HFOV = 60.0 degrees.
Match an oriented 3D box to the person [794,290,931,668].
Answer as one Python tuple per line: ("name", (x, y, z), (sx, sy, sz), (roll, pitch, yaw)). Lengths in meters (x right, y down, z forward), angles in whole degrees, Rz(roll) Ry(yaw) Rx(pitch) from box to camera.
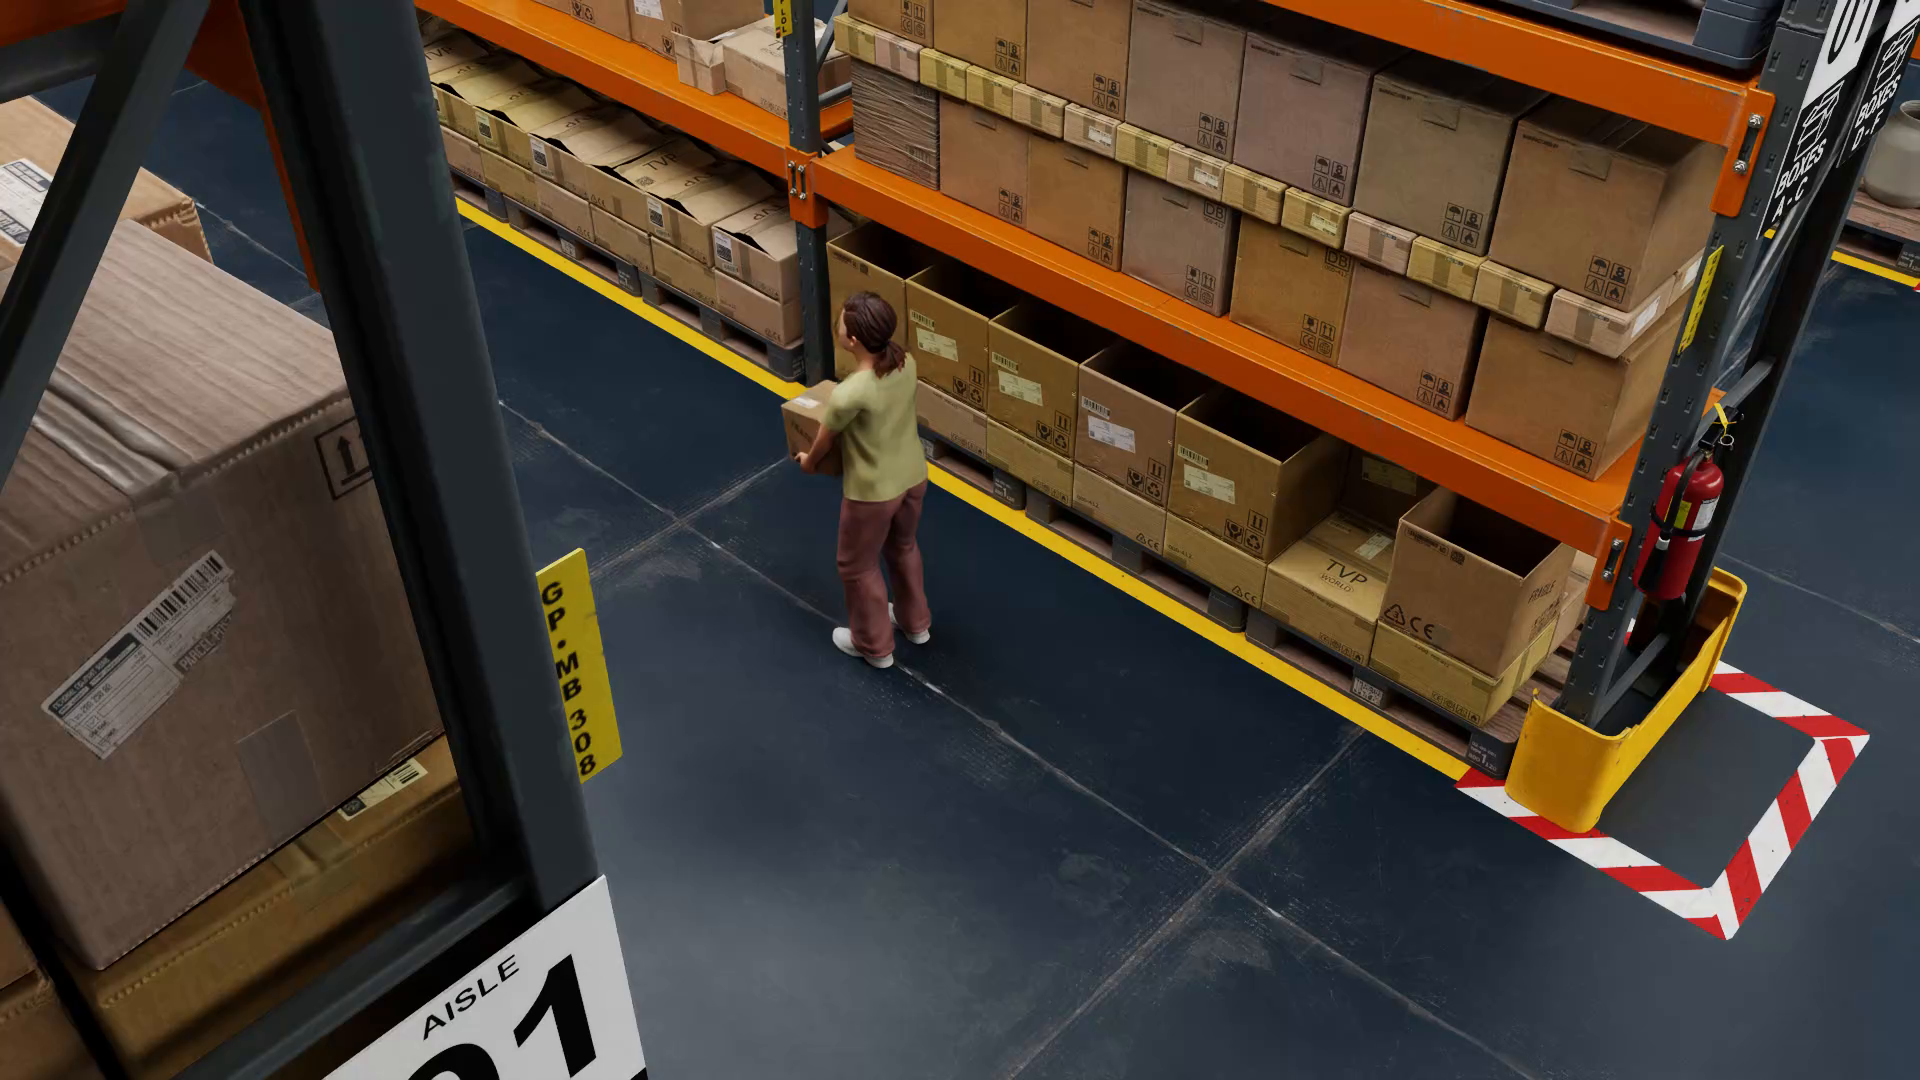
("person", (-0.378, -0.251, 6.472), (0.501, 1.667, 0.408), (30, 48, 31))
